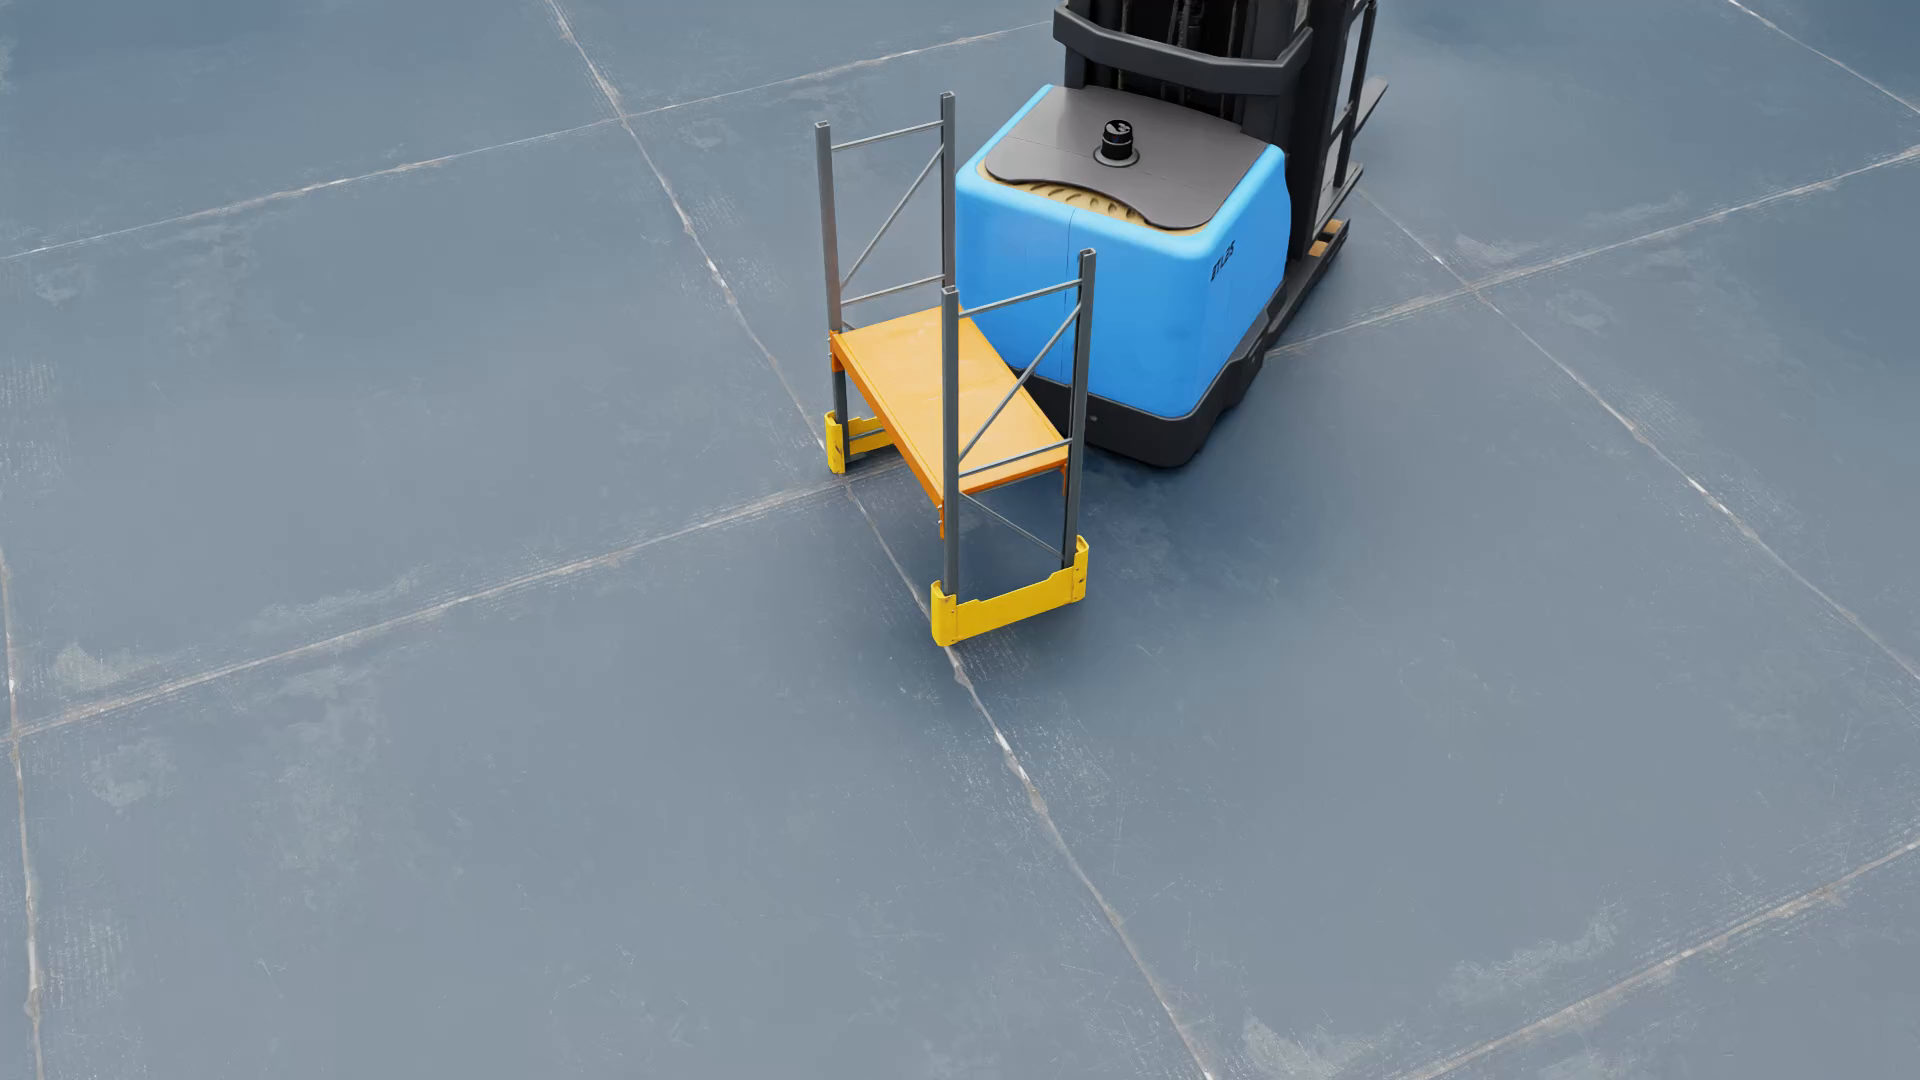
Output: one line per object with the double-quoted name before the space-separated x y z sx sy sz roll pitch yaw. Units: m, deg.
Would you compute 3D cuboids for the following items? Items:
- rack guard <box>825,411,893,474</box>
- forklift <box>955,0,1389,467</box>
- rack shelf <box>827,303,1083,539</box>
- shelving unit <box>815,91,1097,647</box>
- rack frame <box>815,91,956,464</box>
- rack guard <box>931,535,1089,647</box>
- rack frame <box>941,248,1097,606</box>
"rack guard" -0.241 -0.455 6.533 0.587 0.250 0.087 -18 47 -17
"forklift" 1.108 -2.356 6.551 1.130 2.935 3.031 21 48 20
"rack shelf" -0.036 -0.460 5.905 0.538 0.185 1.000 -18 47 -17
"shelving unit" -0.032 -0.582 5.772 0.587 1.500 1.083 -18 47 -17
"rack frame" -0.250 -0.912 6.107 0.500 1.500 0.032 -18 47 -17
"rack guard" 0.177 0.180 5.890 0.587 0.250 0.087 -18 47 -17
"rack frame" 0.178 -0.264 5.450 0.500 1.500 0.032 -18 47 -17
